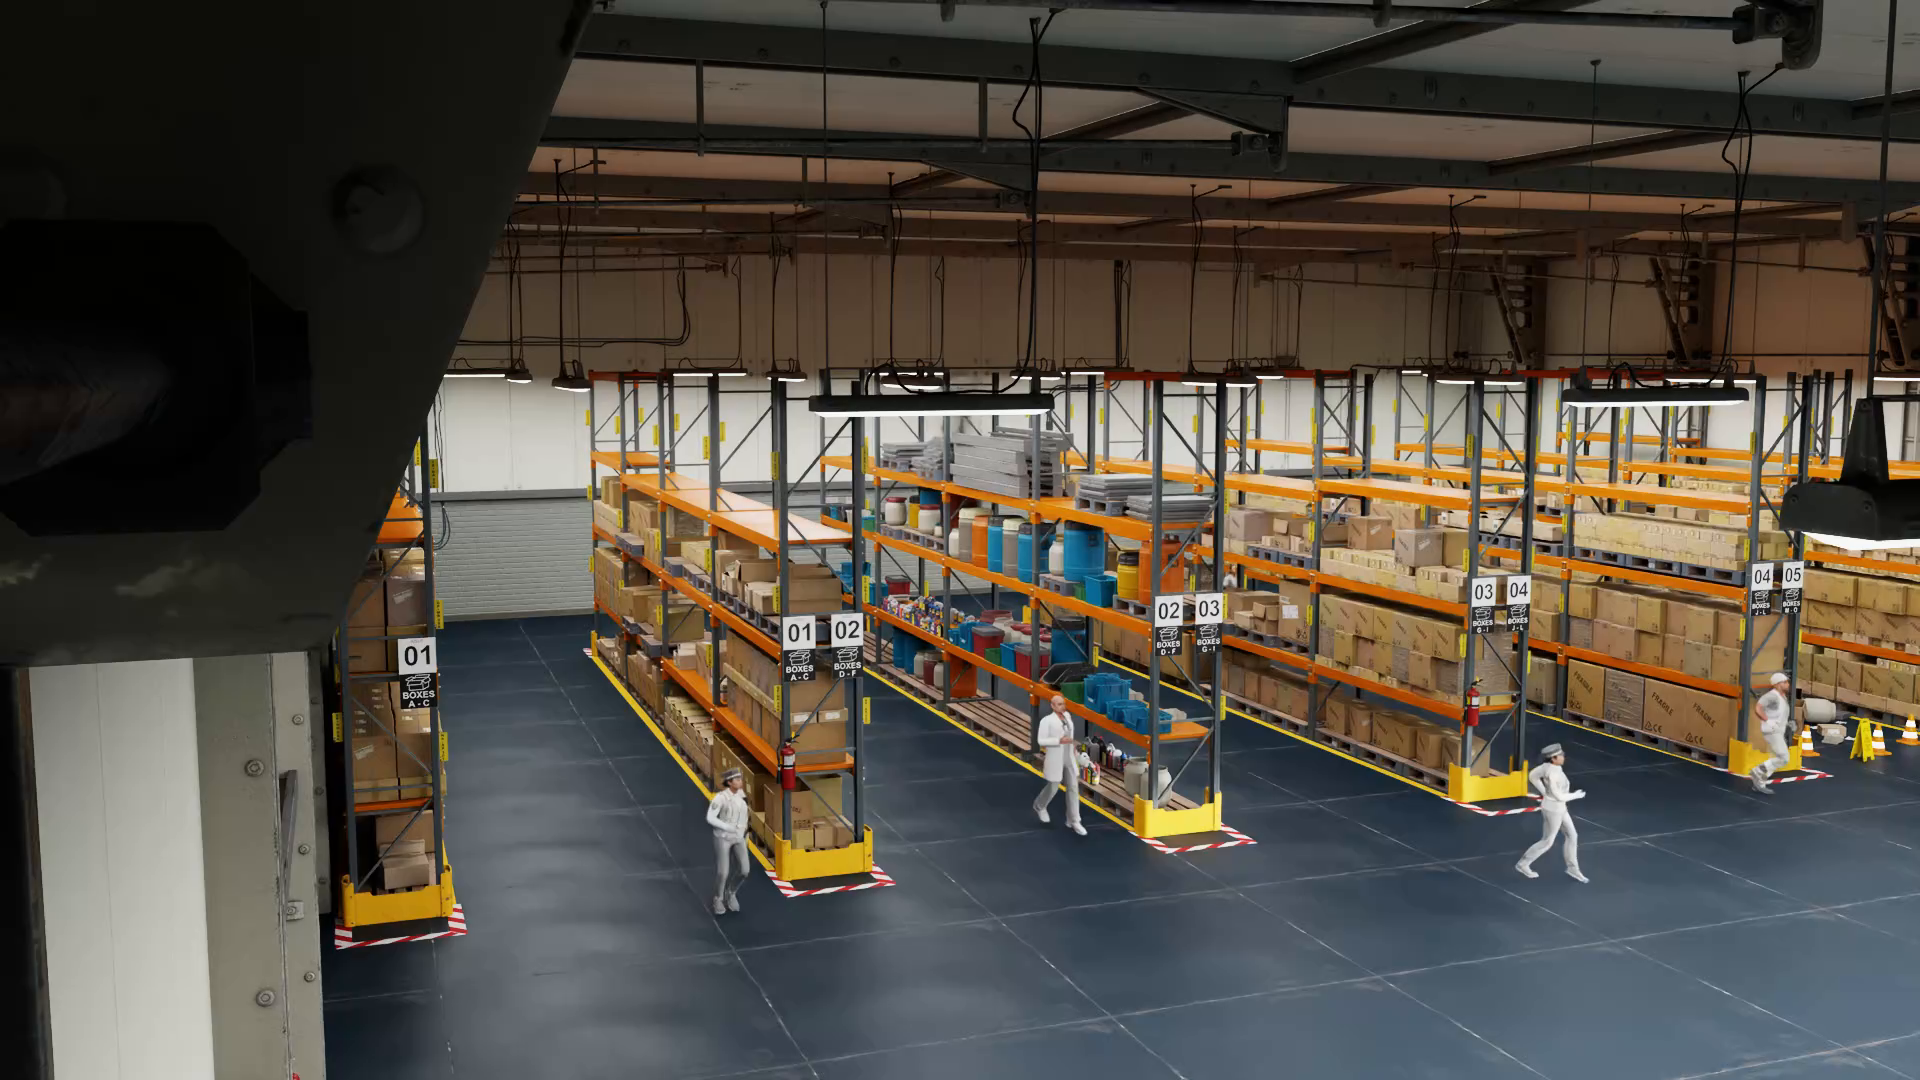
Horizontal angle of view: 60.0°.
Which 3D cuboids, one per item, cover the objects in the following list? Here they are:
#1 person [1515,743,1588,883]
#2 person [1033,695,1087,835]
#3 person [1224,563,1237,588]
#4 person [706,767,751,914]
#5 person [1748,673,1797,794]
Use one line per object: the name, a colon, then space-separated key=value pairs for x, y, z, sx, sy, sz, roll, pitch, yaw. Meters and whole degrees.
person: x=7.135 y=3.272 z=19.980 sx=0.862 sy=1.718 sz=0.618 roll=2 pitch=7 yaw=15
person: x=1.323 y=2.994 z=22.111 sx=0.708 sy=1.697 sz=1.000 roll=-4 pitch=8 yaw=-33
person: x=6.124 y=1.352 z=37.235 sx=0.572 sy=1.696 sz=0.876 roll=-2 pitch=7 yaw=-16
person: x=-2.594 y=3.413 z=18.996 sx=0.635 sy=1.652 sz=0.555 roll=-4 pitch=8 yaw=-35
person: x=11.795 y=2.794 z=24.060 sx=0.552 sy=1.746 sz=0.660 roll=5 pitch=8 yaw=40
